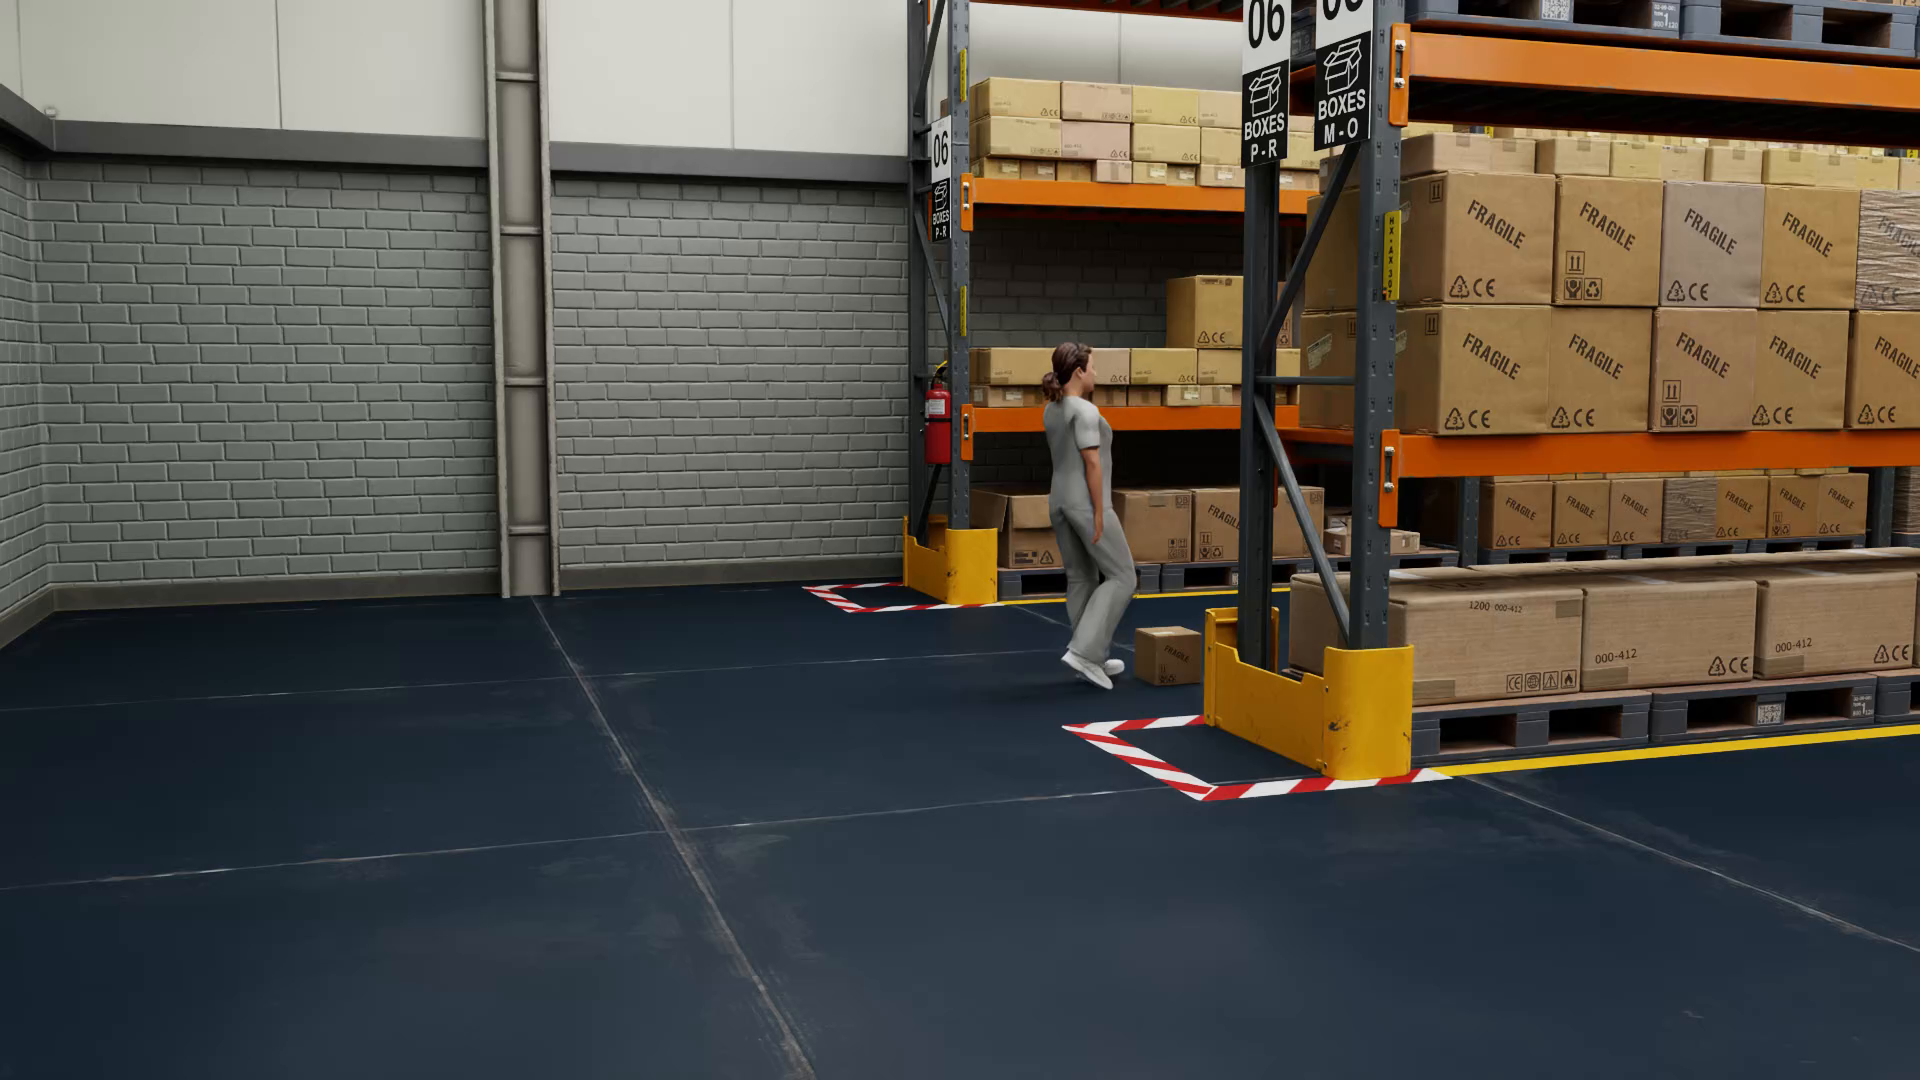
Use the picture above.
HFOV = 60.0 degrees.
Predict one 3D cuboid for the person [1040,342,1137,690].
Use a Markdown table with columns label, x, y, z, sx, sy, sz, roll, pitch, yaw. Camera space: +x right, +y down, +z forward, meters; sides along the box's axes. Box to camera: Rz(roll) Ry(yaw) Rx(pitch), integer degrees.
| label | x | y | z | sx | sy | sz | roll | pitch | yaw |
| --- | --- | --- | --- | --- | --- | --- | --- | --- | --- |
| person | 0.639 | -0.122 | 8.156 | 0.538 | 1.685 | 0.464 | -3 | 7 | -29 |
